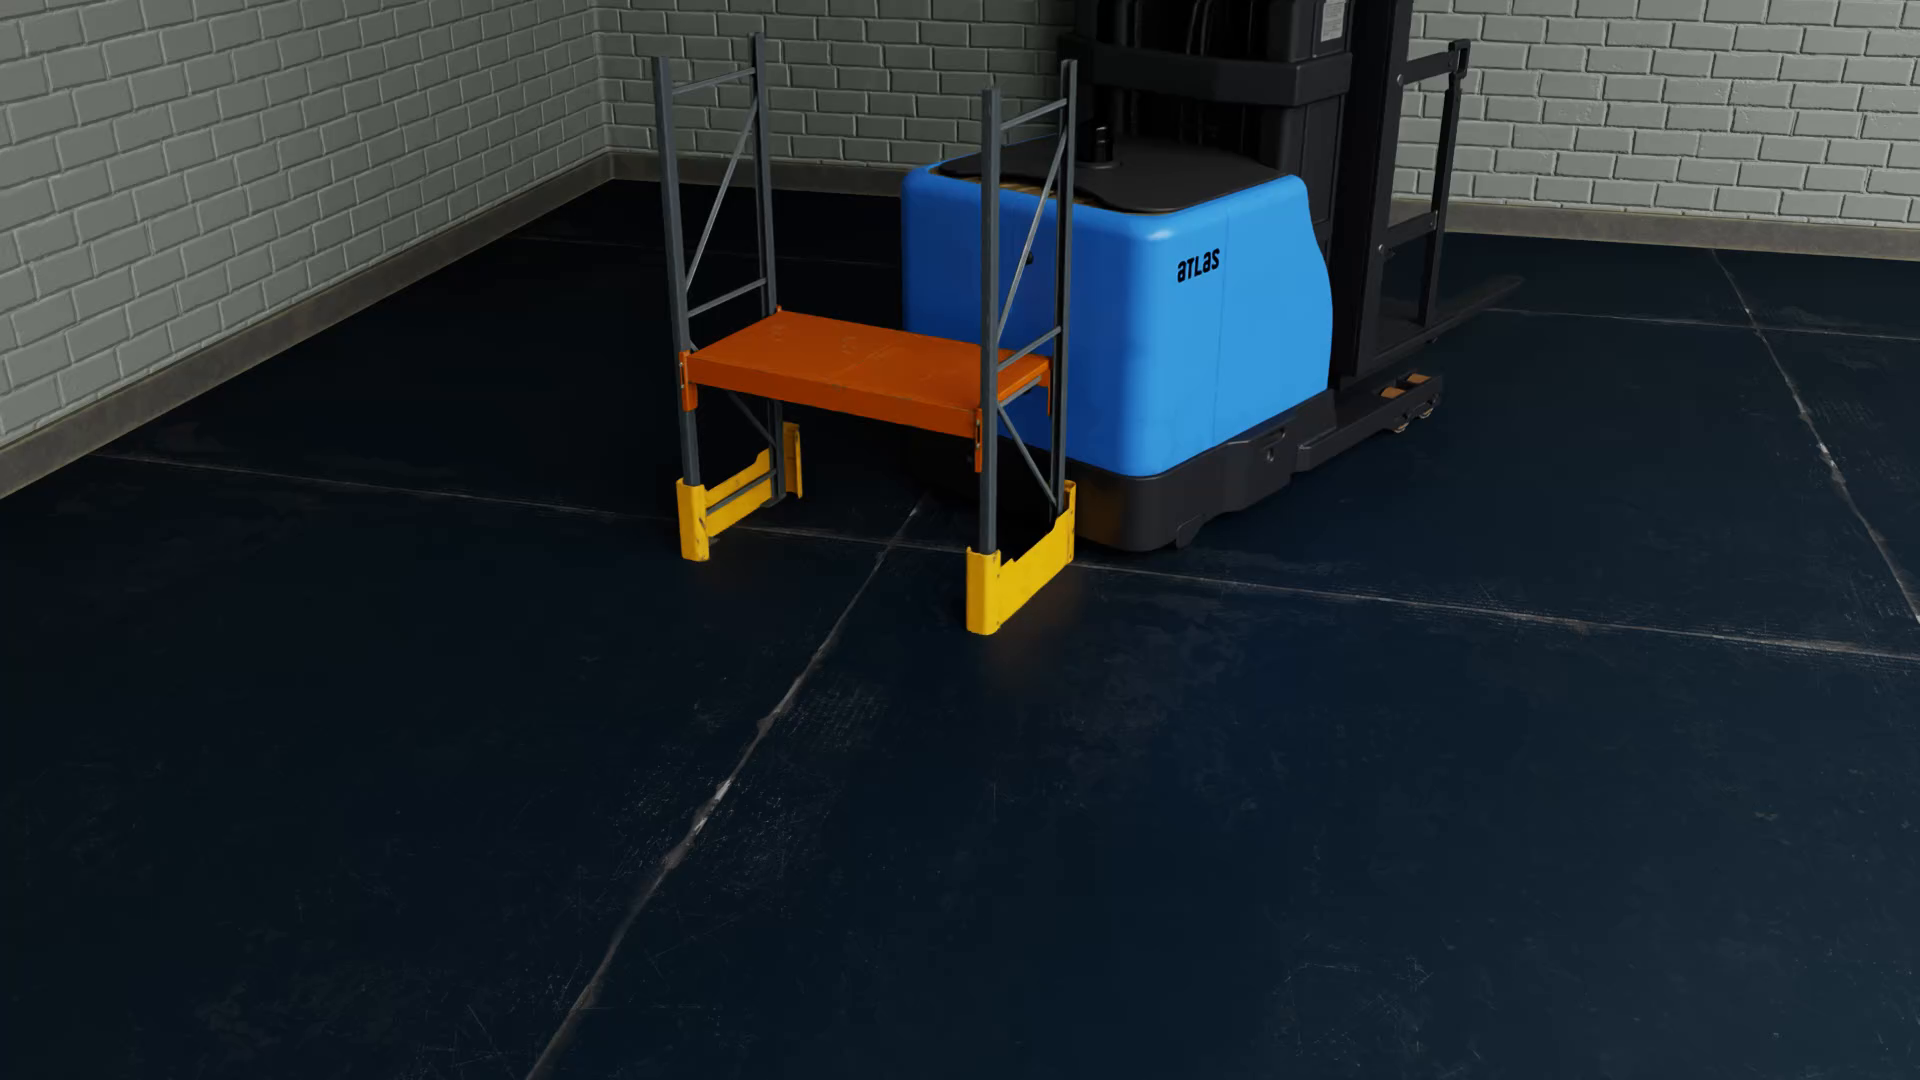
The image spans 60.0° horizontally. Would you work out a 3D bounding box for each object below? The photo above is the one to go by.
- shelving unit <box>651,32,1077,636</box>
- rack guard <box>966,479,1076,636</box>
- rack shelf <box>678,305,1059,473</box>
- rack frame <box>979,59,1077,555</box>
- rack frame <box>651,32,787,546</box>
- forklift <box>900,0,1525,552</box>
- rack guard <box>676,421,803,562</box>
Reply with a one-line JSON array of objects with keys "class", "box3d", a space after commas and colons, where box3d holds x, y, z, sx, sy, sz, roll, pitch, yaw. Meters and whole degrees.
[{"class": "shelving unit", "box3d": [-0.255, -0.625, 4.818, 1.083, 1.500, 0.587, 13, 28, 25]}, {"class": "rack guard", "box3d": [0.184, 0.040, 4.874, 0.087, 0.250, 0.587, 13, 28, 25]}, {"class": "rack shelf", "box3d": [-0.263, -0.465, 4.899, 1.000, 0.185, 0.538, 13, 28, 25]}, {"class": "rack frame", "box3d": [0.185, -0.524, 4.605, 0.032, 1.500, 0.500, 13, 28, 25]}, {"class": "rack frame", "box3d": [-0.711, -0.730, 5.039, 0.032, 1.500, 0.500, 13, 28, 25]}, {"class": "forklift", "box3d": [1.150, -1.841, 5.707, 1.130, 2.935, 3.031, 21, 32, 37]}, {"class": "rack guard", "box3d": [-0.694, -0.162, 5.300, 0.087, 0.250, 0.587, 13, 28, 25]}]
